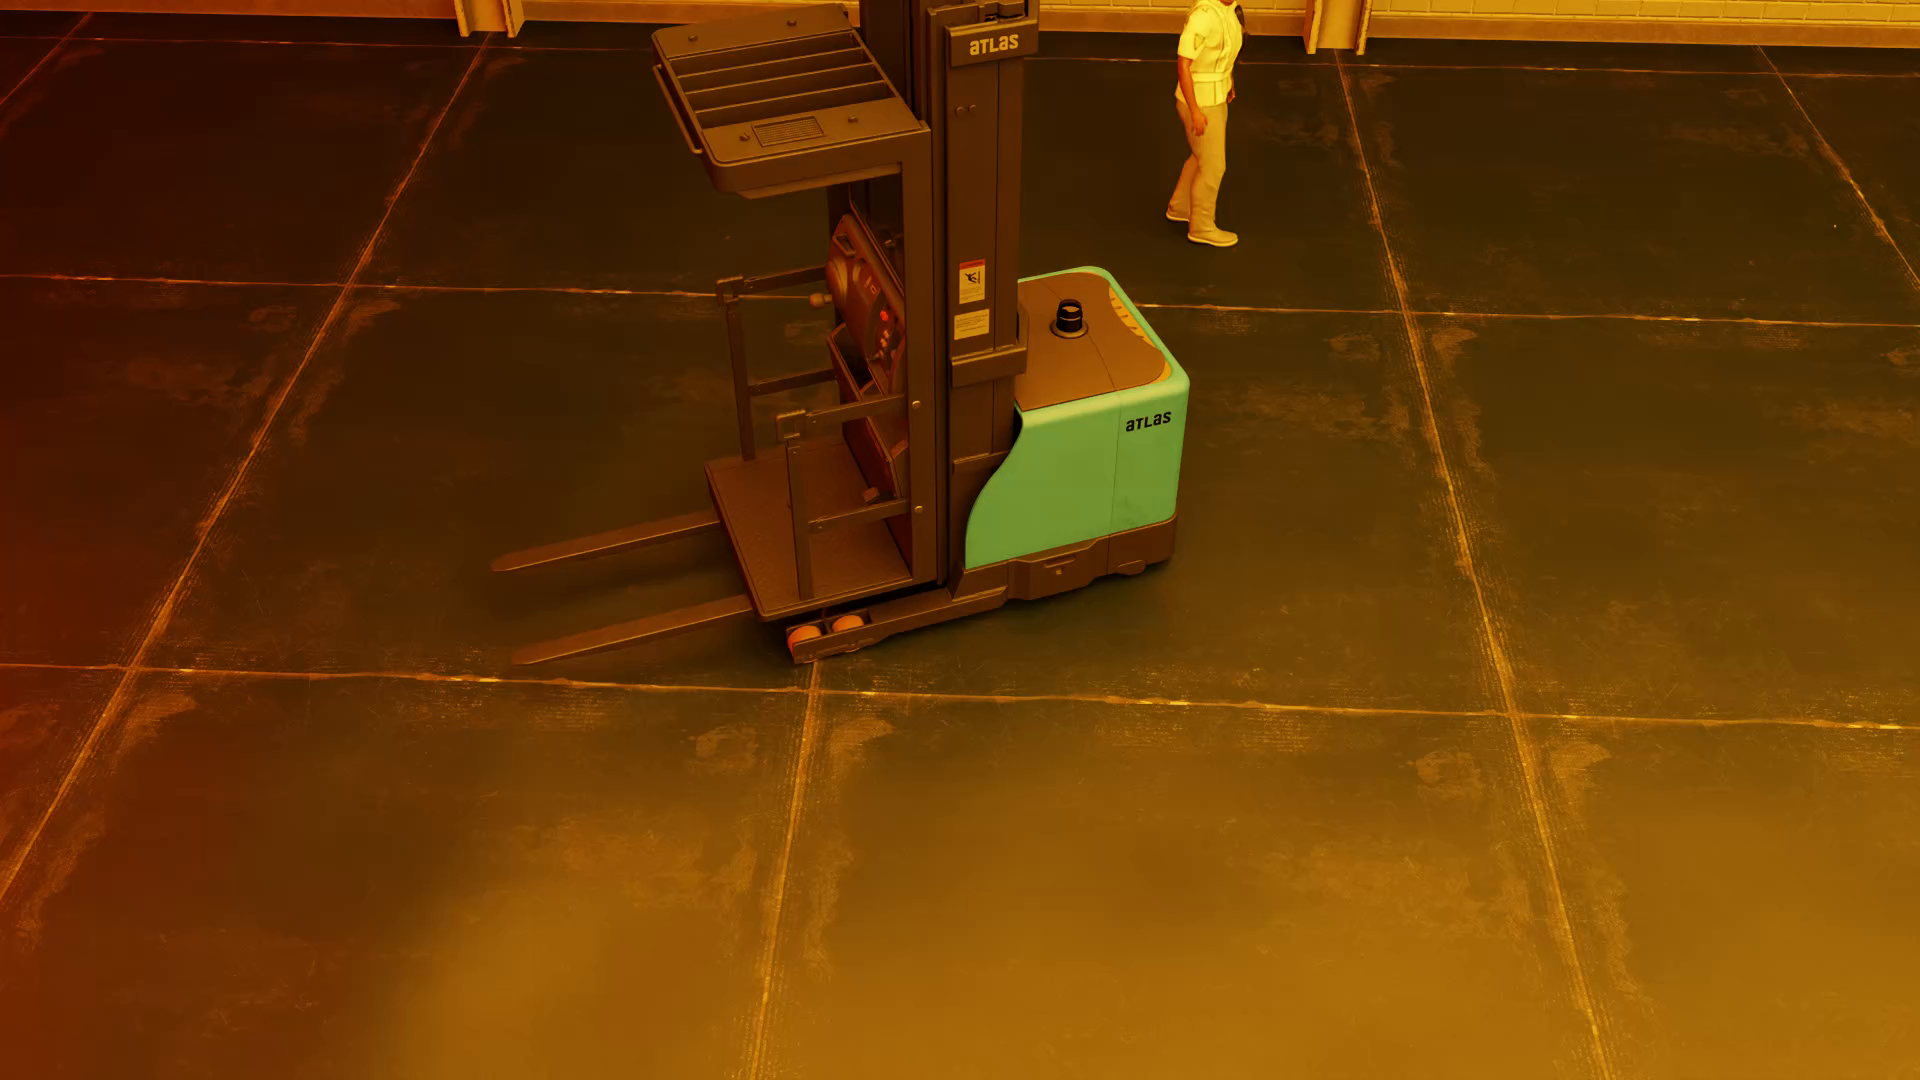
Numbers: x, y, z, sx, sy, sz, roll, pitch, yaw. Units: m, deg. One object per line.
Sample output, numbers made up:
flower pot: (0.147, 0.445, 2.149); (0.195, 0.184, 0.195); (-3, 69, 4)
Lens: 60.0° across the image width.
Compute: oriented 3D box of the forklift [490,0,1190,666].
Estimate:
forklift: (-0.573, -0.945, 6.778); (3.031, 2.935, 1.130); (-13, 44, -14)

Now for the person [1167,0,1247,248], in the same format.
person: (1.453, -2.488, 9.417); (0.470, 1.656, 0.657); (12, 44, 13)
